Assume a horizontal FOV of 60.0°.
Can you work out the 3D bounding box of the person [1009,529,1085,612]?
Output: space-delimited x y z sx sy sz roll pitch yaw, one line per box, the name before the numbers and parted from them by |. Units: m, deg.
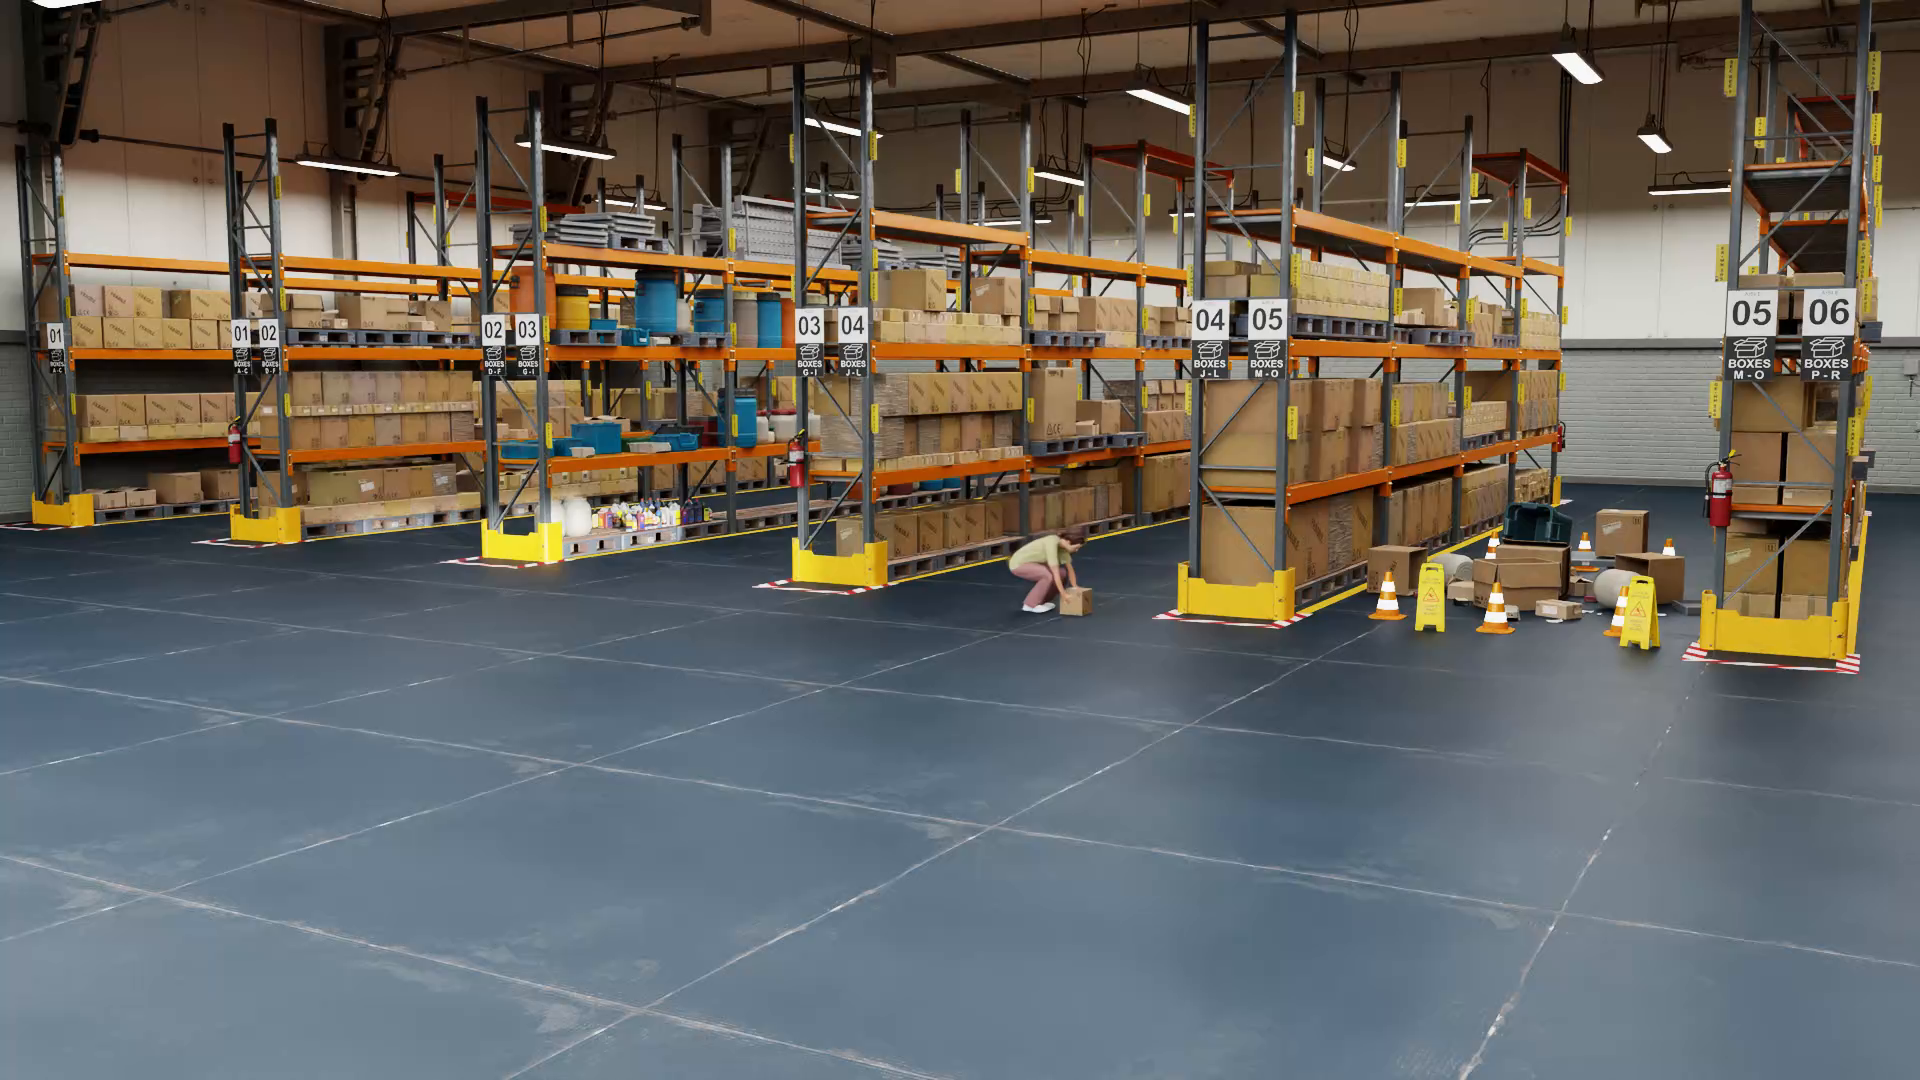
person | 0.912 0.305 17.281 0.801 0.873 0.478 3 7 28
